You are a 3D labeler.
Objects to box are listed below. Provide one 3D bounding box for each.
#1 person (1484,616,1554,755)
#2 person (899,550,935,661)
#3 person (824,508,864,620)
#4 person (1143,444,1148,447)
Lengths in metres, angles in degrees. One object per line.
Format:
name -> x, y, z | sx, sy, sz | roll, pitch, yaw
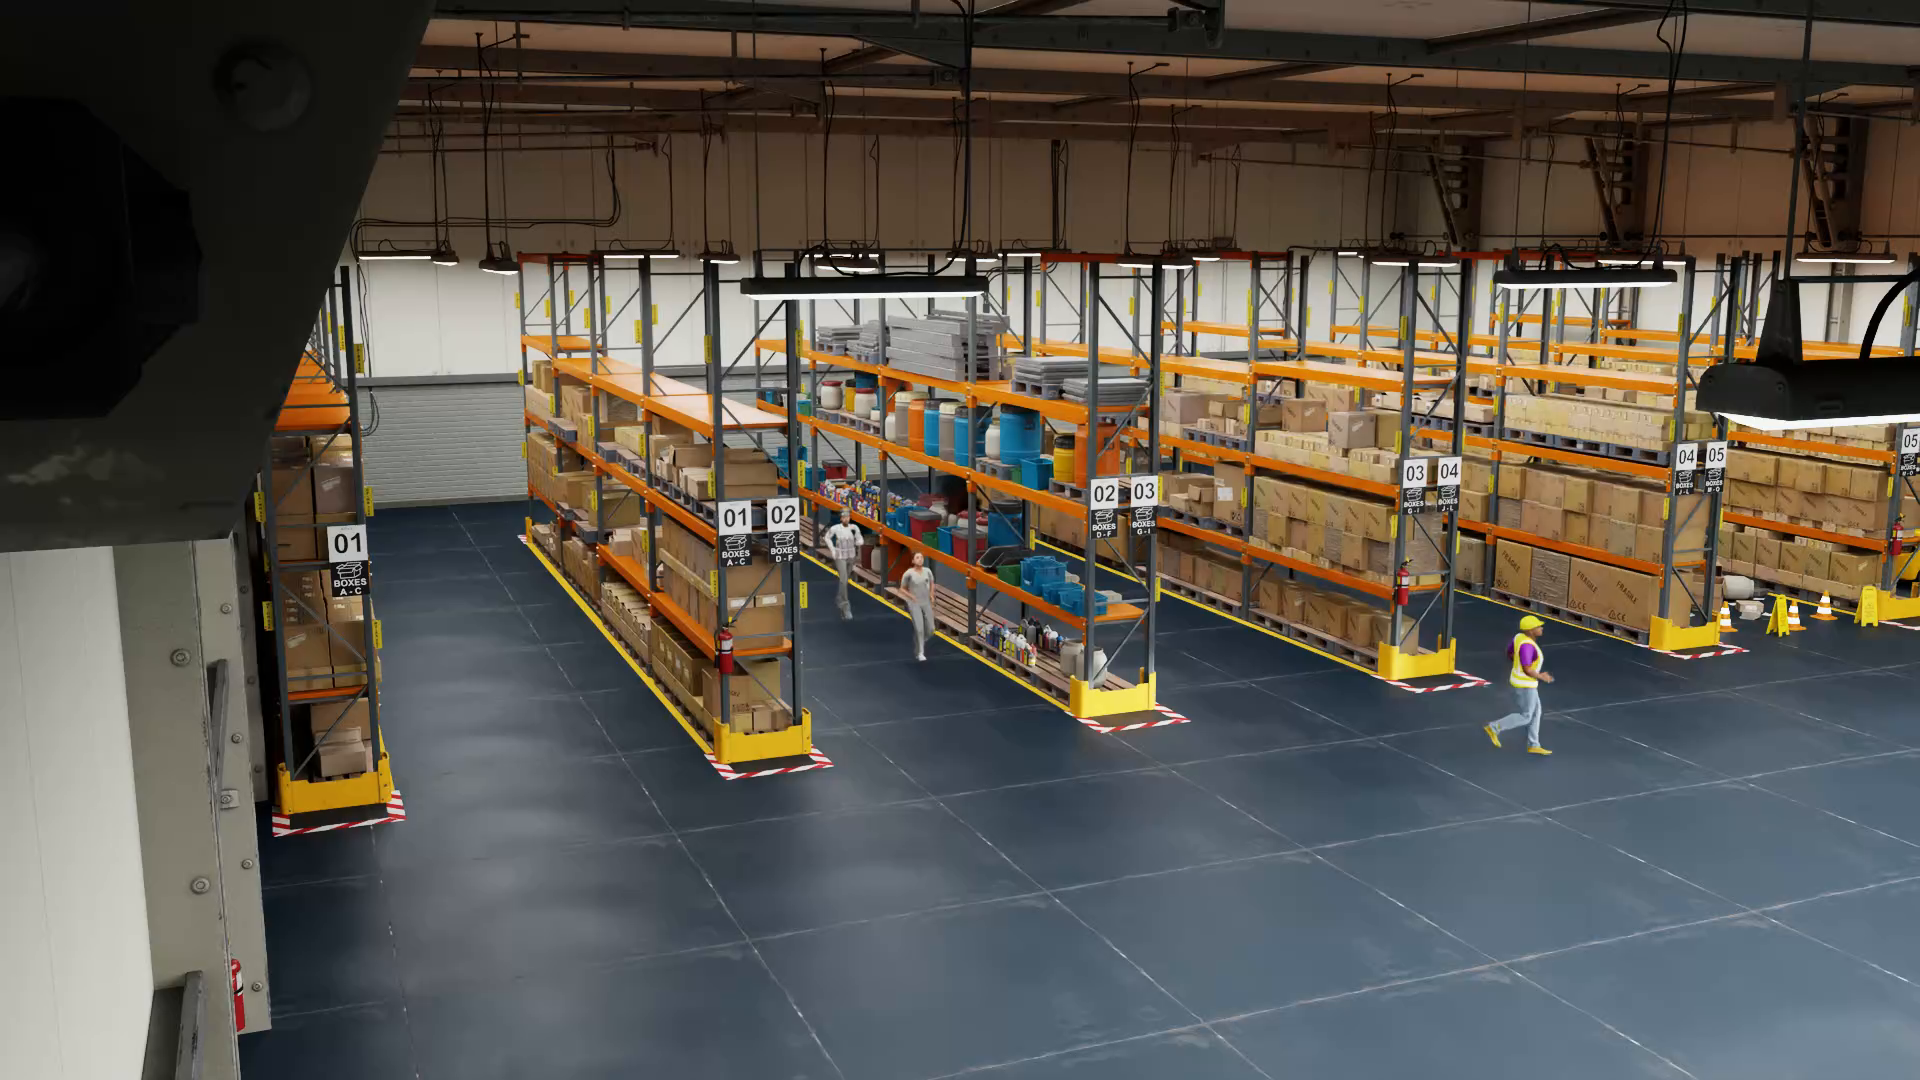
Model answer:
person -> 6.907, 1.786, 20.489 | 0.854, 1.760, 0.708 | 1, 10, 8
person -> -0.603, 0.955, 24.420 | 0.561, 1.616, 0.578 | -4, 11, -21
person -> -1.836, 0.344, 26.911 | 0.584, 1.777, 0.715 | -5, 12, -26
person -> 4.122, -1.386, 38.434 | 0.699, 1.584, 0.999 | -5, 11, -23
